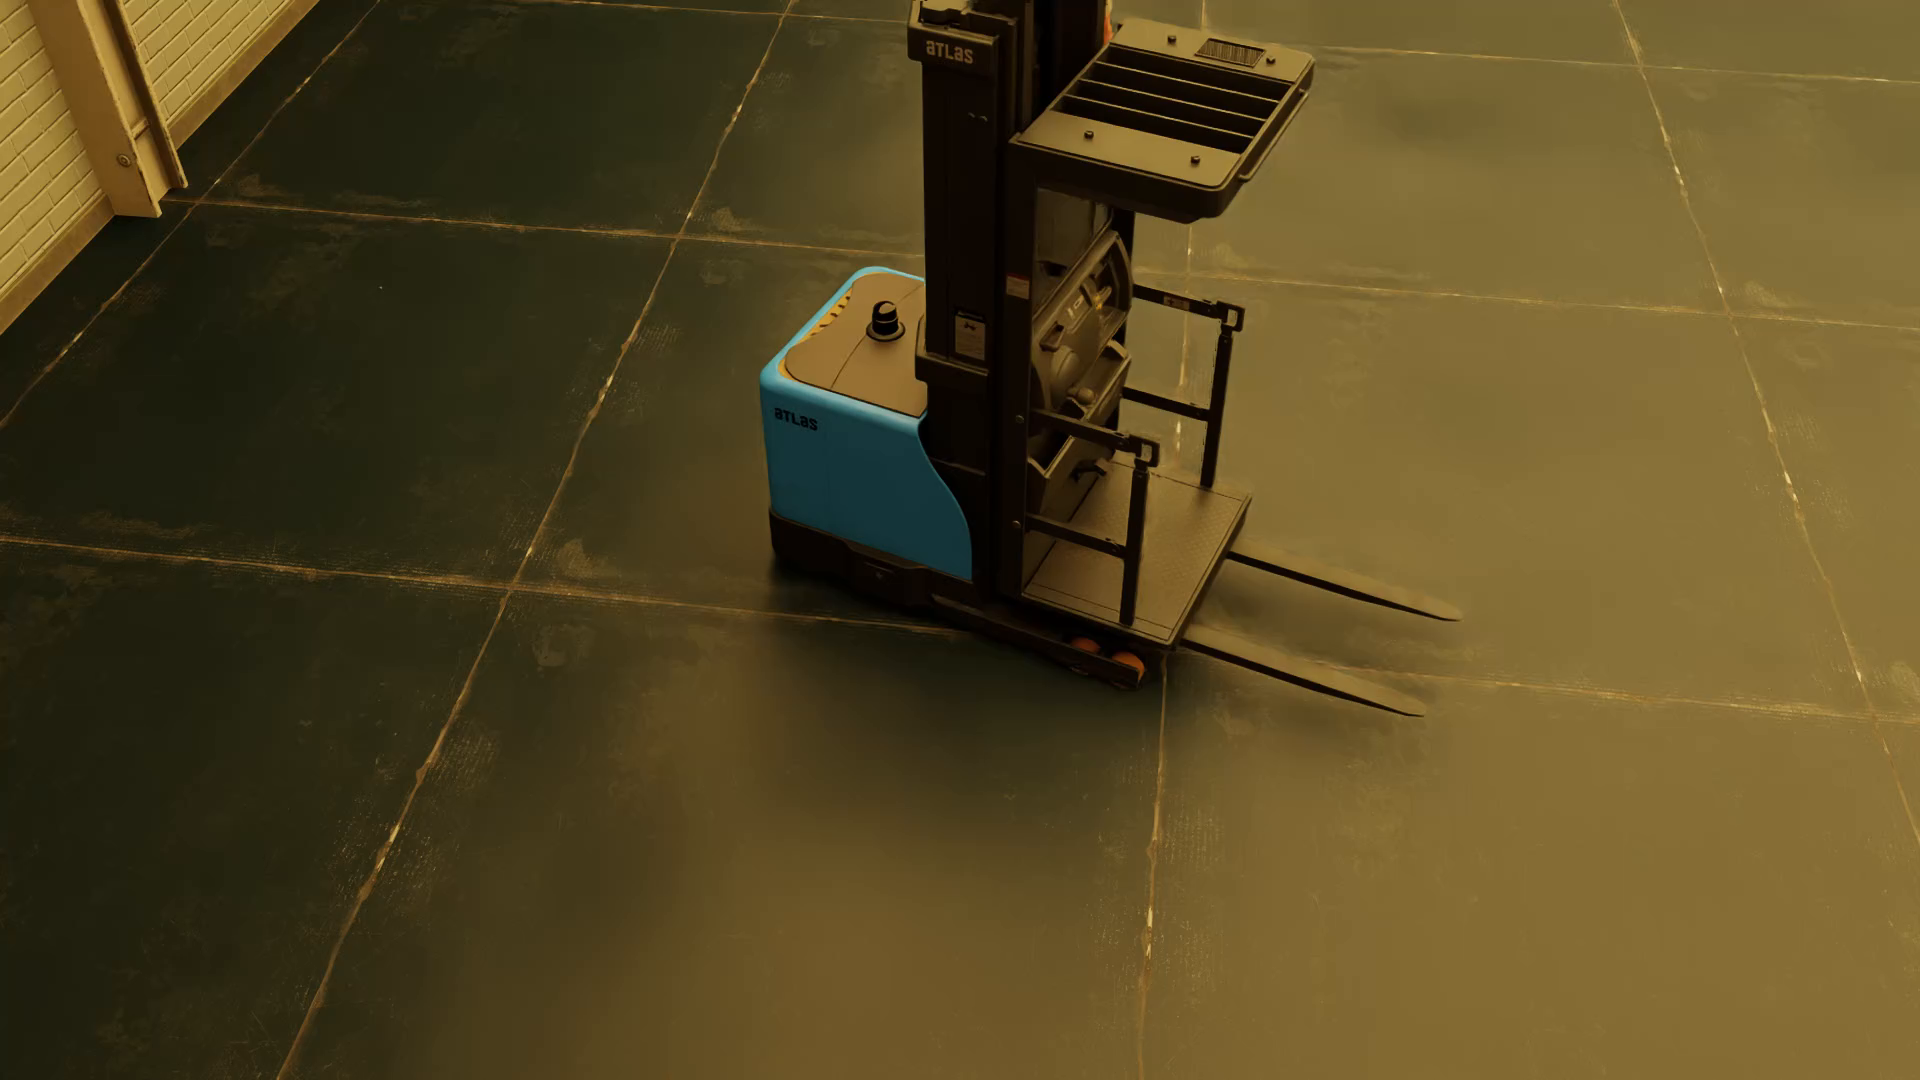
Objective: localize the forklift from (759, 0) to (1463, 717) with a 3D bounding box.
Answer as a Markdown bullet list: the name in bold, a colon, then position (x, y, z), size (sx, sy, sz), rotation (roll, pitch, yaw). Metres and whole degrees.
- **forklift**: position (0.679, -0.848, 6.648), size (3.031, 2.935, 1.130), rotation (18, 46, 19)

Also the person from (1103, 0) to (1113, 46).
- **person**: position (0.568, -2.875, 9.716), size (0.704, 1.767, 0.463), rotation (6, 43, 7)
